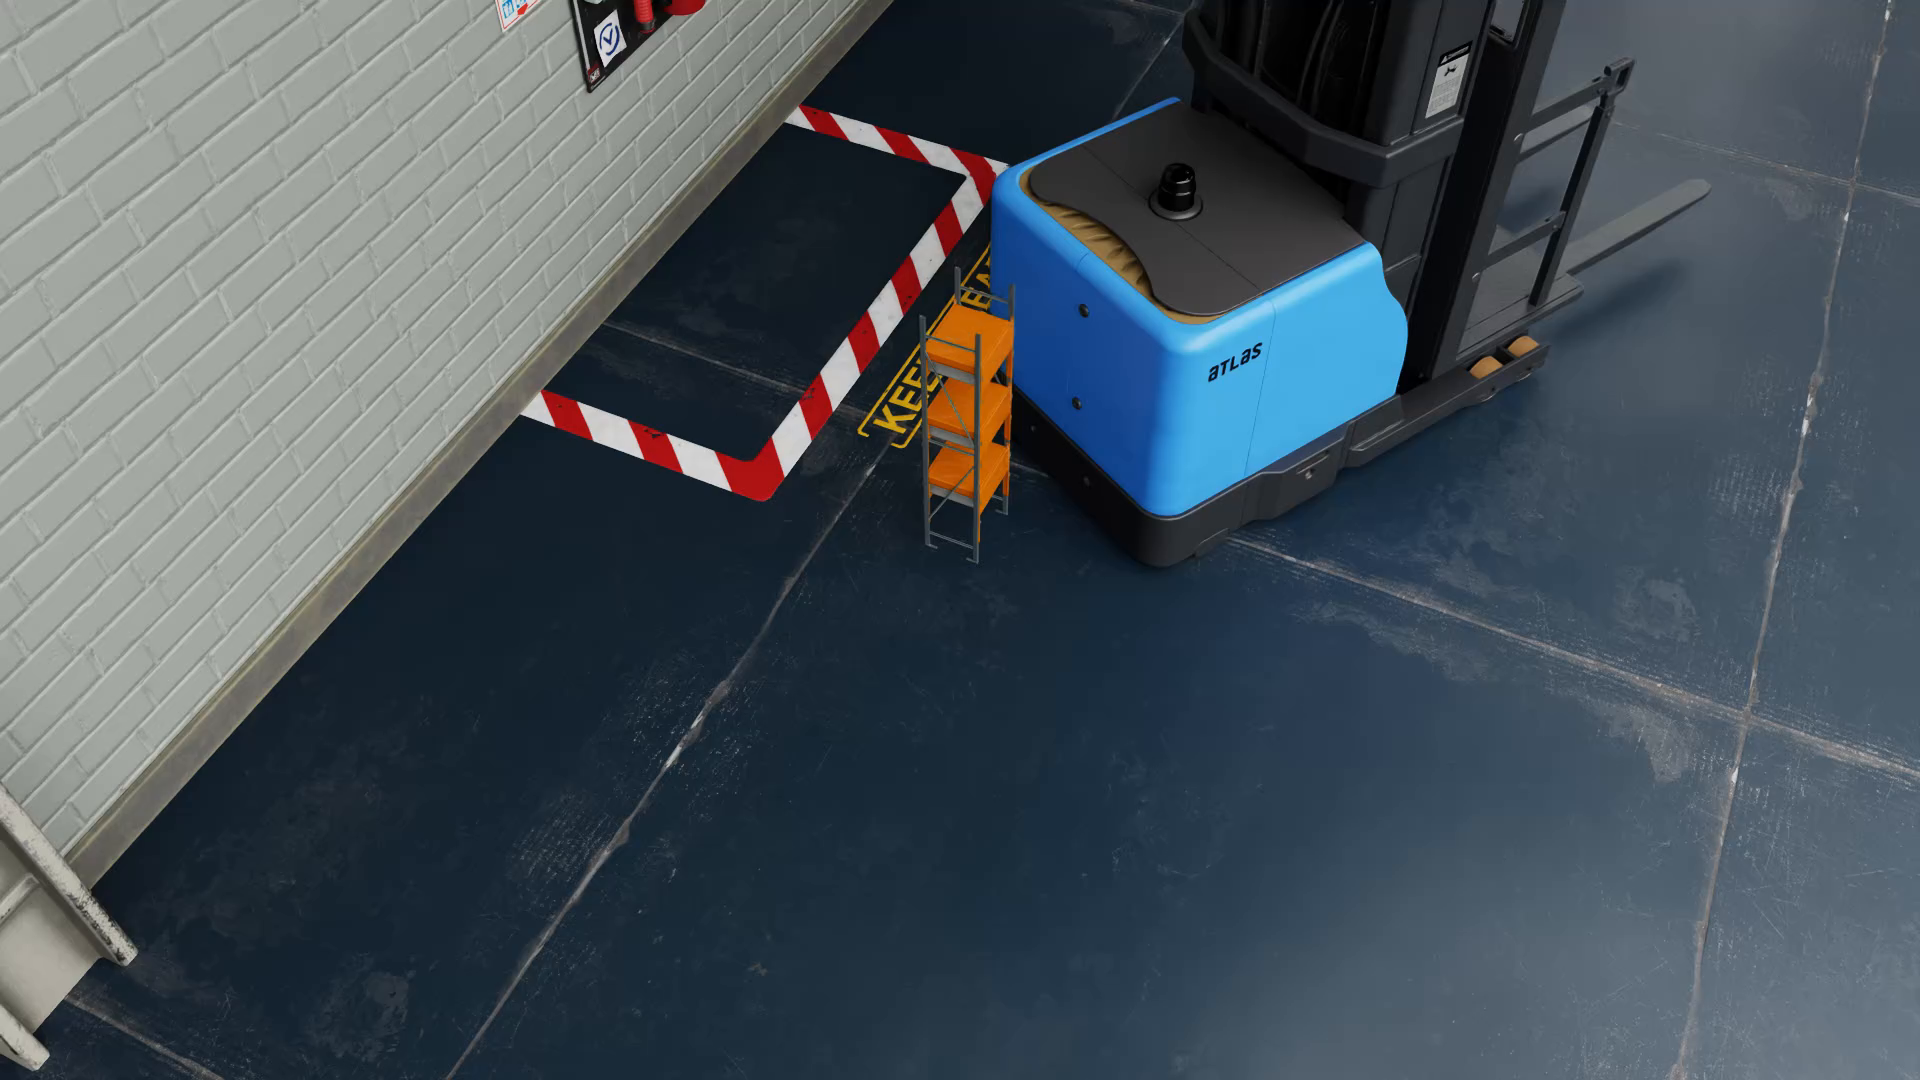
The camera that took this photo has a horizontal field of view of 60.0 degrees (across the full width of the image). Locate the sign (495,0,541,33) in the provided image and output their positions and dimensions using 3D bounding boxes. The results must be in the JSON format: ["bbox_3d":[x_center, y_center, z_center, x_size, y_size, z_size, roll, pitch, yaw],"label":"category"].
[{"bbox_3d":[-1.424,-1.819,5.305,0.001,0.329,0.234,20,52,16],"label":"sign"}]

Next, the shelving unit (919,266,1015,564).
[{"bbox_3d":[0.023,-0.377,5.382,0.215,1.050,0.252,20,52,16],"label":"shelving unit"}]

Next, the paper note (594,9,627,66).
[{"bbox_3d":[-1.232,-1.770,5.865,0.016,0.148,0.142,20,52,16],"label":"paper note"}]

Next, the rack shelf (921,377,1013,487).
[{"bbox_3d":[0.023,-0.370,5.390,0.215,0.259,0.240,20,52,16],"label":"rack shelf"}]

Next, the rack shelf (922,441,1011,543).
[{"bbox_3d":[0.023,-0.190,5.601,0.215,0.259,0.240,20,52,16],"label":"rack shelf"}]

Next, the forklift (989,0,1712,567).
[{"bbox_3d":[1.586,-1.769,5.331,3.031,2.935,1.130,-28,55,-22],"label":"forklift"}]

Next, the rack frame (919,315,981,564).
[{"bbox_3d":[-0.029,-0.293,5.310,0.200,1.050,0.008,20,52,16],"label":"rack frame"}]

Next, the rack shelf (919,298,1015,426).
[{"bbox_3d":[0.023,-0.554,5.173,0.215,0.259,0.240,20,52,16],"label":"rack shelf"}]

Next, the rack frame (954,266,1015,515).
[{"bbox_3d":[0.075,-0.461,5.453,0.200,1.050,0.008,20,52,16],"label":"rack frame"}]

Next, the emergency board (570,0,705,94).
[{"bbox_3d":[-1.094,-2.155,5.614,0.194,1.169,0.643,20,52,16],"label":"emergency board"}]
